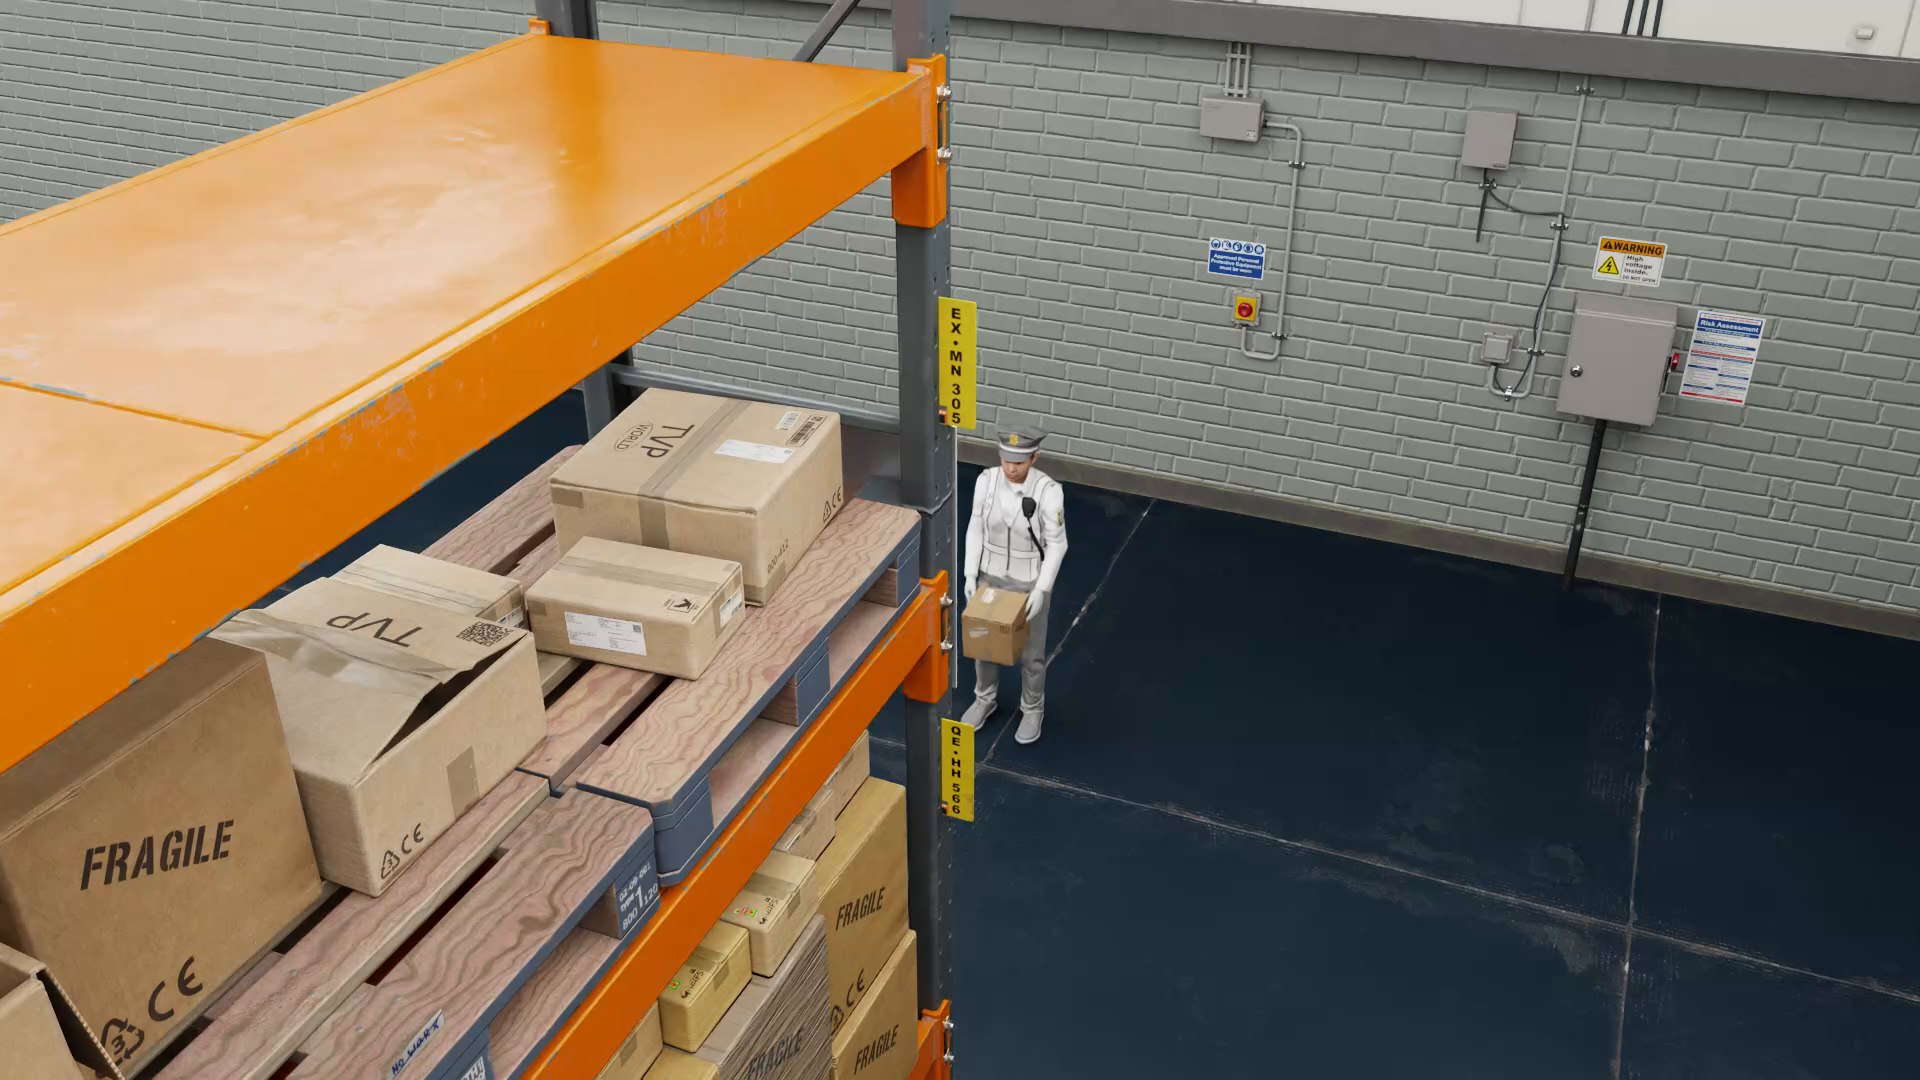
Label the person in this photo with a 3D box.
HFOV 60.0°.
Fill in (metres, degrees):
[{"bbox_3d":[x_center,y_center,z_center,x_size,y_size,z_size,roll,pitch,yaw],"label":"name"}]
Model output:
[{"bbox_3d":[0.256,0.205,8.011,0.501,1.682,0.397,11,32,18],"label":"person"}]
